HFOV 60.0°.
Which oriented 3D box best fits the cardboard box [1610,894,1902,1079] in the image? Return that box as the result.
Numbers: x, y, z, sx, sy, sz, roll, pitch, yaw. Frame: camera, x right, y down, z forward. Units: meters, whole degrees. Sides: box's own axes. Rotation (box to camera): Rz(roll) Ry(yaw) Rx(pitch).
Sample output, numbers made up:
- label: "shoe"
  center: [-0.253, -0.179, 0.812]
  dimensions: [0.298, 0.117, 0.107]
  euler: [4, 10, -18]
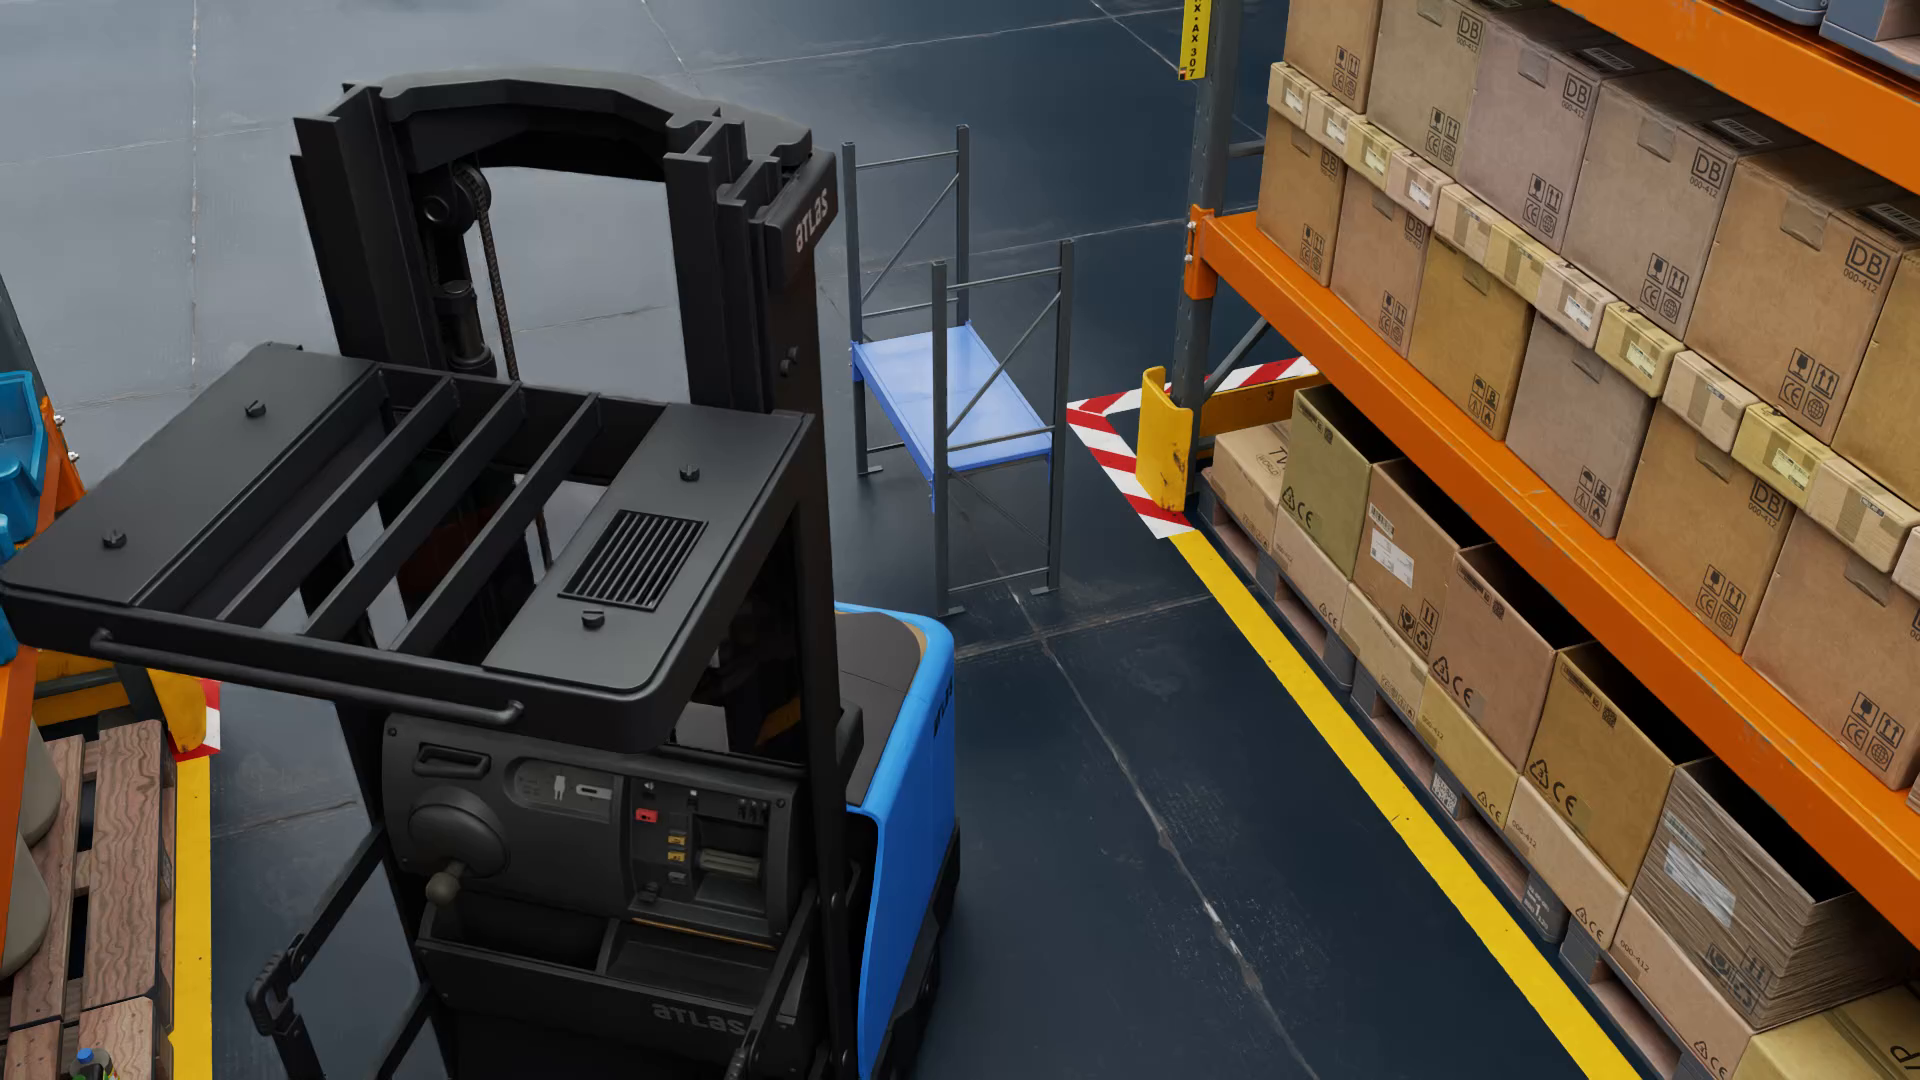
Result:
- label: "cardboard box"
  center: [2.197, 1.182, 4.624]
  dimensions: [0.500, 0.250, 0.500]
  euler: [-12, 39, -16]

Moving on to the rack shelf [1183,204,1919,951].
- label: "rack shelf"
  center: [2.036, -0.090, 4.974]
  dimensions: [1.077, 0.370, 4.000]
  euler: [-12, 39, -16]

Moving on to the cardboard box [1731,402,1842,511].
- label: "cardboard box"
  center: [2.081, -0.231, 3.941]
  dimensions: [0.380, 0.149, 0.250]
  euler: [-13, 39, -16]

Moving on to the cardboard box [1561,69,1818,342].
- label: "cardboard box"
  center: [2.048, -0.905, 4.297]
  dimensions: [0.700, 0.500, 0.500]
  euler: [-12, 39, -16]

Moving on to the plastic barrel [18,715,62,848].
- label: "plastic barrel"
  center: [-3.006, 0.699, 5.048]
  dimensions: [0.421, 0.512, 0.421]
  euler: [0, 37, 0]

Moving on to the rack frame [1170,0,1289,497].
- label: "rack frame"
  center: [1.348, -1.507, 6.257]
  dimensions: [1.000, 3.000, 0.127]
  euler: [-12, 39, -16]

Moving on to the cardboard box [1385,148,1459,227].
- label: "cardboard box"
  center: [1.544, -1.107, 5.104]
  dimensions: [0.380, 0.149, 0.250]
  euler: [-13, 39, -17]

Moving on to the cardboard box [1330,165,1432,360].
- label: "cardboard box"
  center: [1.682, -0.985, 5.481]
  dimensions: [0.700, 0.500, 0.500]
  euler: [-11, 38, -15]

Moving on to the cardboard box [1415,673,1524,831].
- label: "cardboard box"
  center: [1.838, 0.620, 5.369]
  dimensions: [0.500, 0.250, 0.500]
  euler: [-12, 39, -16]

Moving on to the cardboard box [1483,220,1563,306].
- label: "cardboard box"
  center: [1.726, -0.812, 4.713]
  dimensions: [0.380, 0.149, 0.250]
  euler: [-13, 39, -17]

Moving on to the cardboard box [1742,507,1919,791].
- label: "cardboard box"
  center: [2.378, 0.167, 3.952]
  dimensions: [0.700, 0.500, 0.500]
  euler: [-13, 39, -16]

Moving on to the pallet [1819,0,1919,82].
- label: "pallet"
  center: [2.407, -0.886, 3.014]
  dimensions: [1.003, 0.211, 1.213]
  euler: [-12, 39, -16]

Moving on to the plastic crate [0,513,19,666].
- label: "plastic crate"
  center: [-2.633, 0.165, 4.162]
  dimensions: [0.499, 0.251, 0.408]
  euler: [-12, 39, -16]

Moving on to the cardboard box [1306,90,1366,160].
- label: "cardboard box"
  center: [1.374, -1.391, 5.481]
  dimensions: [0.380, 0.149, 0.250]
  euler: [-13, 39, -17]

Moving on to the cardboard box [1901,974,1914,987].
- label: "cardboard box"
  center: [2.682, 1.075, 4.766]
  dimensions: [0.500, 0.250, 0.500]
  euler: [-12, 39, -16]

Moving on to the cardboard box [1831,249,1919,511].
- label: "cardboard box"
  center: [2.391, -0.340, 3.547]
  dimensions: [0.700, 0.500, 0.500]
  euler: [-13, 39, -16]

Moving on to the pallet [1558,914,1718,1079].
- label: "pallet"
  center: [2.490, 1.409, 4.704]
  dimensions: [1.003, 0.211, 1.213]
  euler: [-12, 39, -16]

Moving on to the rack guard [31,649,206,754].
- label: "rack guard"
  center: [-3.234, 0.548, 5.607]
  dimensions: [1.175, 0.500, 0.348]
  euler: [-12, 39, -16]

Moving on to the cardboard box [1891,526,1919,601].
- label: "cardboard box"
  center: [2.254, 0.057, 3.559]
  dimensions: [0.380, 0.149, 0.250]
  euler: [-14, 39, -17]

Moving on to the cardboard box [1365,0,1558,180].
- label: "cardboard box"
  center: [1.701, -1.473, 5.051]
  dimensions: [0.700, 0.500, 0.500]
  euler: [-13, 39, -17]

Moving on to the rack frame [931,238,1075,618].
- label: "rack frame"
  center: [0.146, -0.360, 5.981]
  dimensions: [0.500, 1.500, 0.032]
  euler: [-12, 39, -16]

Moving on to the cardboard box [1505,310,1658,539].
- label: "cardboard box"
  center: [2.032, -0.406, 4.713]
  dimensions: [0.700, 0.500, 0.500]
  euler: [-11, 38, -15]

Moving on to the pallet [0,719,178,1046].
- label: "pallet"
  center: [-2.959, 1.124, 5.083]
  dimensions: [1.003, 0.211, 1.213]
  euler: [-12, 39, -16]

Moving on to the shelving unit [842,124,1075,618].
- label: "shelving unit"
  center: [-0.029, -0.647, 6.363]
  dimensions: [0.538, 1.500, 1.048]
  euler: [-12, 39, -16]

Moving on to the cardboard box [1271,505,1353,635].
- label: "cardboard box"
  center: [1.499, 0.054, 6.121]
  dimensions: [0.500, 0.250, 0.500]
  euler: [-12, 39, -16]

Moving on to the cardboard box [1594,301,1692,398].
- label: "cardboard box"
  center: [1.900, -0.522, 4.328]
  dimensions: [0.380, 0.149, 0.250]
  euler: [-11, 38, -14]

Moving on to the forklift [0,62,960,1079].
- label: "forklift"
  center: [-0.850, 0.700, 3.384]
  dimensions: [1.130, 2.935, 3.031]
  euler: [8, 38, 11]

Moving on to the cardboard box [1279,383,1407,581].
- label: "cardboard box"
  center: [1.498, -0.245, 5.895]
  dimensions: [0.500, 0.500, 0.500]
  euler: [-12, 39, -16]

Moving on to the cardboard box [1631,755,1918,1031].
- label: "cardboard box"
  center: [2.199, 0.882, 4.399]
  dimensions: [0.500, 0.500, 0.500]
  euler: [-12, 39, -16]

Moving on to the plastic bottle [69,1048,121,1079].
- label: "plastic bottle"
  center: [-2.260, 1.405, 4.351]
  dimensions: [0.097, 0.201, 0.097]
  euler: [0, 37, 0]

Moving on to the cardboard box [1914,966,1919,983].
- label: "cardboard box"
  center: [2.859, 1.057, 4.167]
  dimensions: [0.500, 0.500, 0.500]
  euler: [-12, 39, -16]

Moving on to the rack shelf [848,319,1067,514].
- label: "rack shelf"
  center: [-0.029, -0.504, 6.471]
  dimensions: [0.538, 0.185, 1.000]
  euler: [-12, 39, -16]

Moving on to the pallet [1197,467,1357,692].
- label: "pallet"
  center: [1.651, 0.030, 6.534]
  dimensions: [1.003, 0.211, 1.213]
  euler: [-12, 39, -16]

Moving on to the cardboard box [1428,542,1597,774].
- label: "cardboard box"
  center: [1.837, 0.321, 5.144]
  dimensions: [0.500, 0.500, 0.500]
  euler: [-12, 39, -16]
